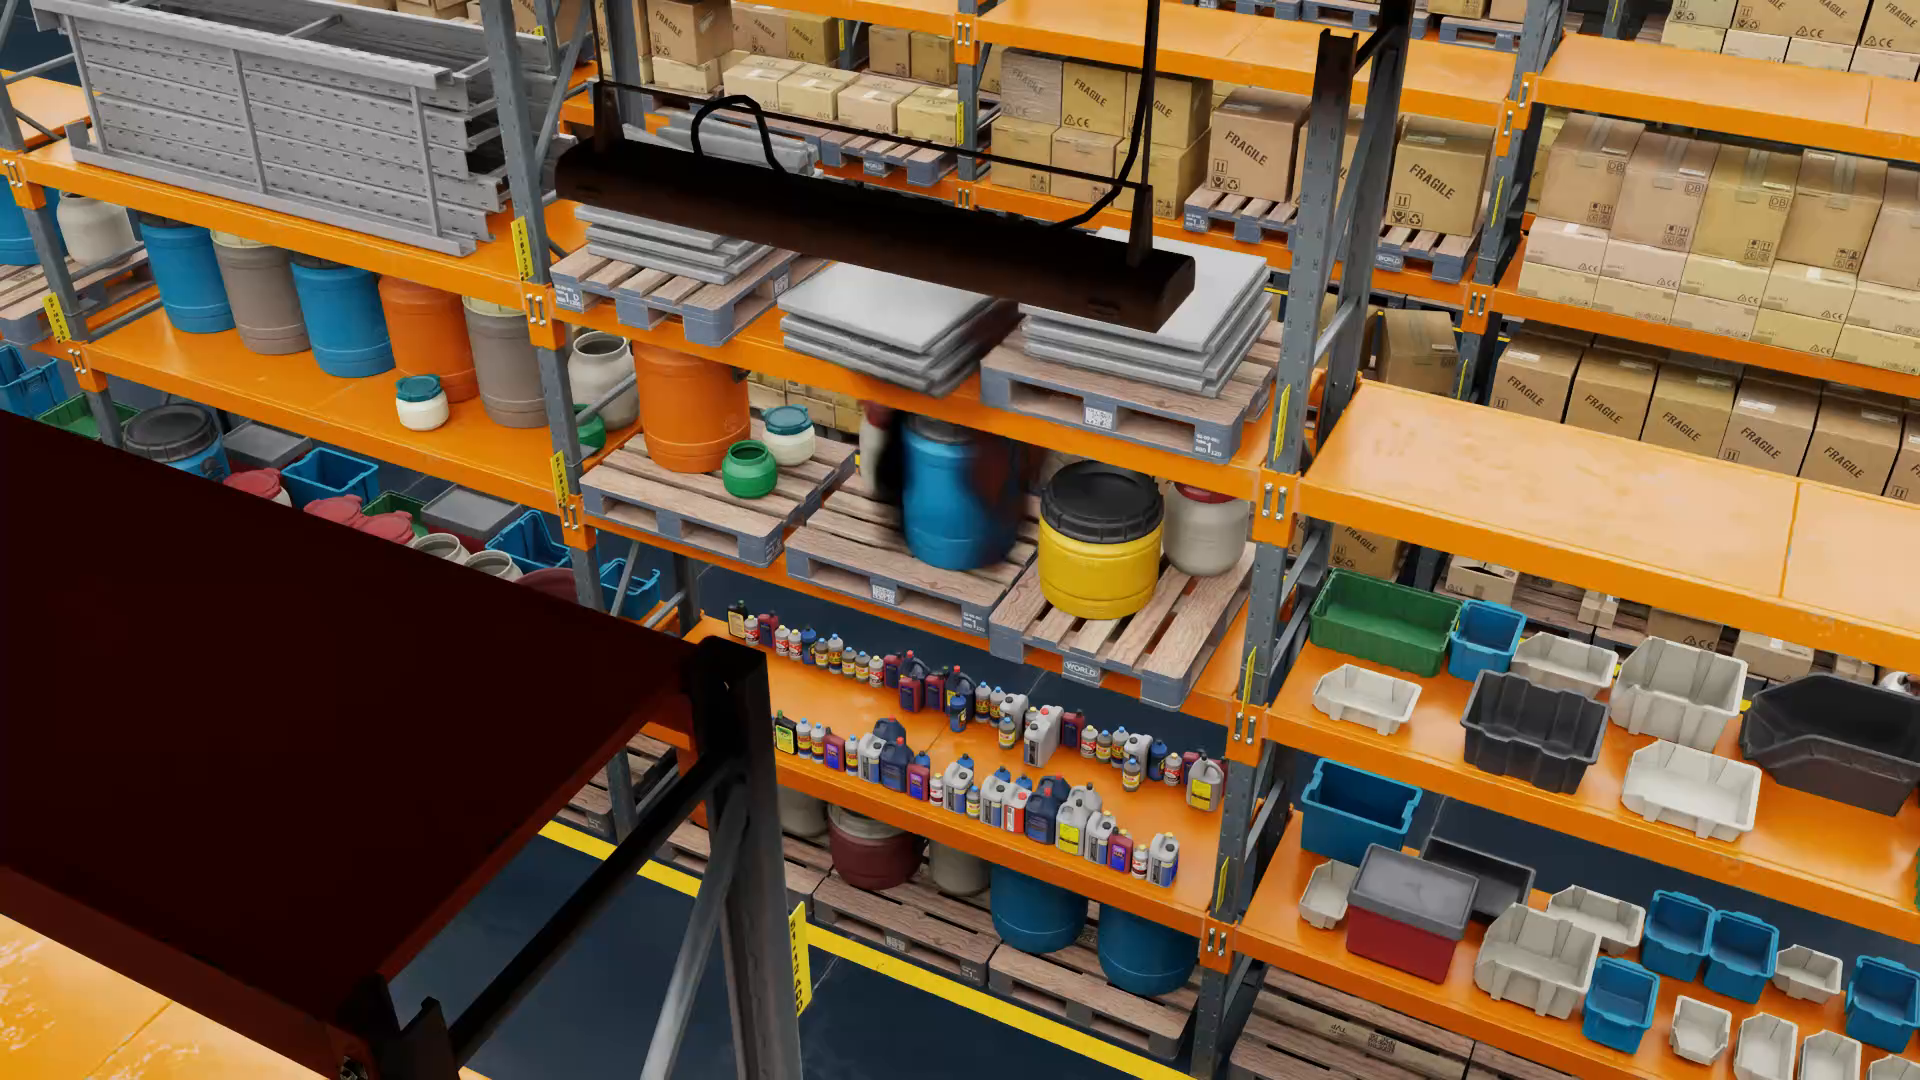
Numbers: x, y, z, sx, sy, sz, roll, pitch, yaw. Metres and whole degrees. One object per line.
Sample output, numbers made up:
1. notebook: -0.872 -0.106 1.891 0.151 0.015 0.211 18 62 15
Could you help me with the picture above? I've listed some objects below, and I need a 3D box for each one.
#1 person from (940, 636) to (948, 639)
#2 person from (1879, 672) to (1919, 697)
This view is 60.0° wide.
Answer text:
1. person: -0.175 -0.131 12.648 0.658 1.672 0.518 27 43 33
2. person: 5.781 1.390 10.365 0.409 1.789 0.559 -21 40 -27
